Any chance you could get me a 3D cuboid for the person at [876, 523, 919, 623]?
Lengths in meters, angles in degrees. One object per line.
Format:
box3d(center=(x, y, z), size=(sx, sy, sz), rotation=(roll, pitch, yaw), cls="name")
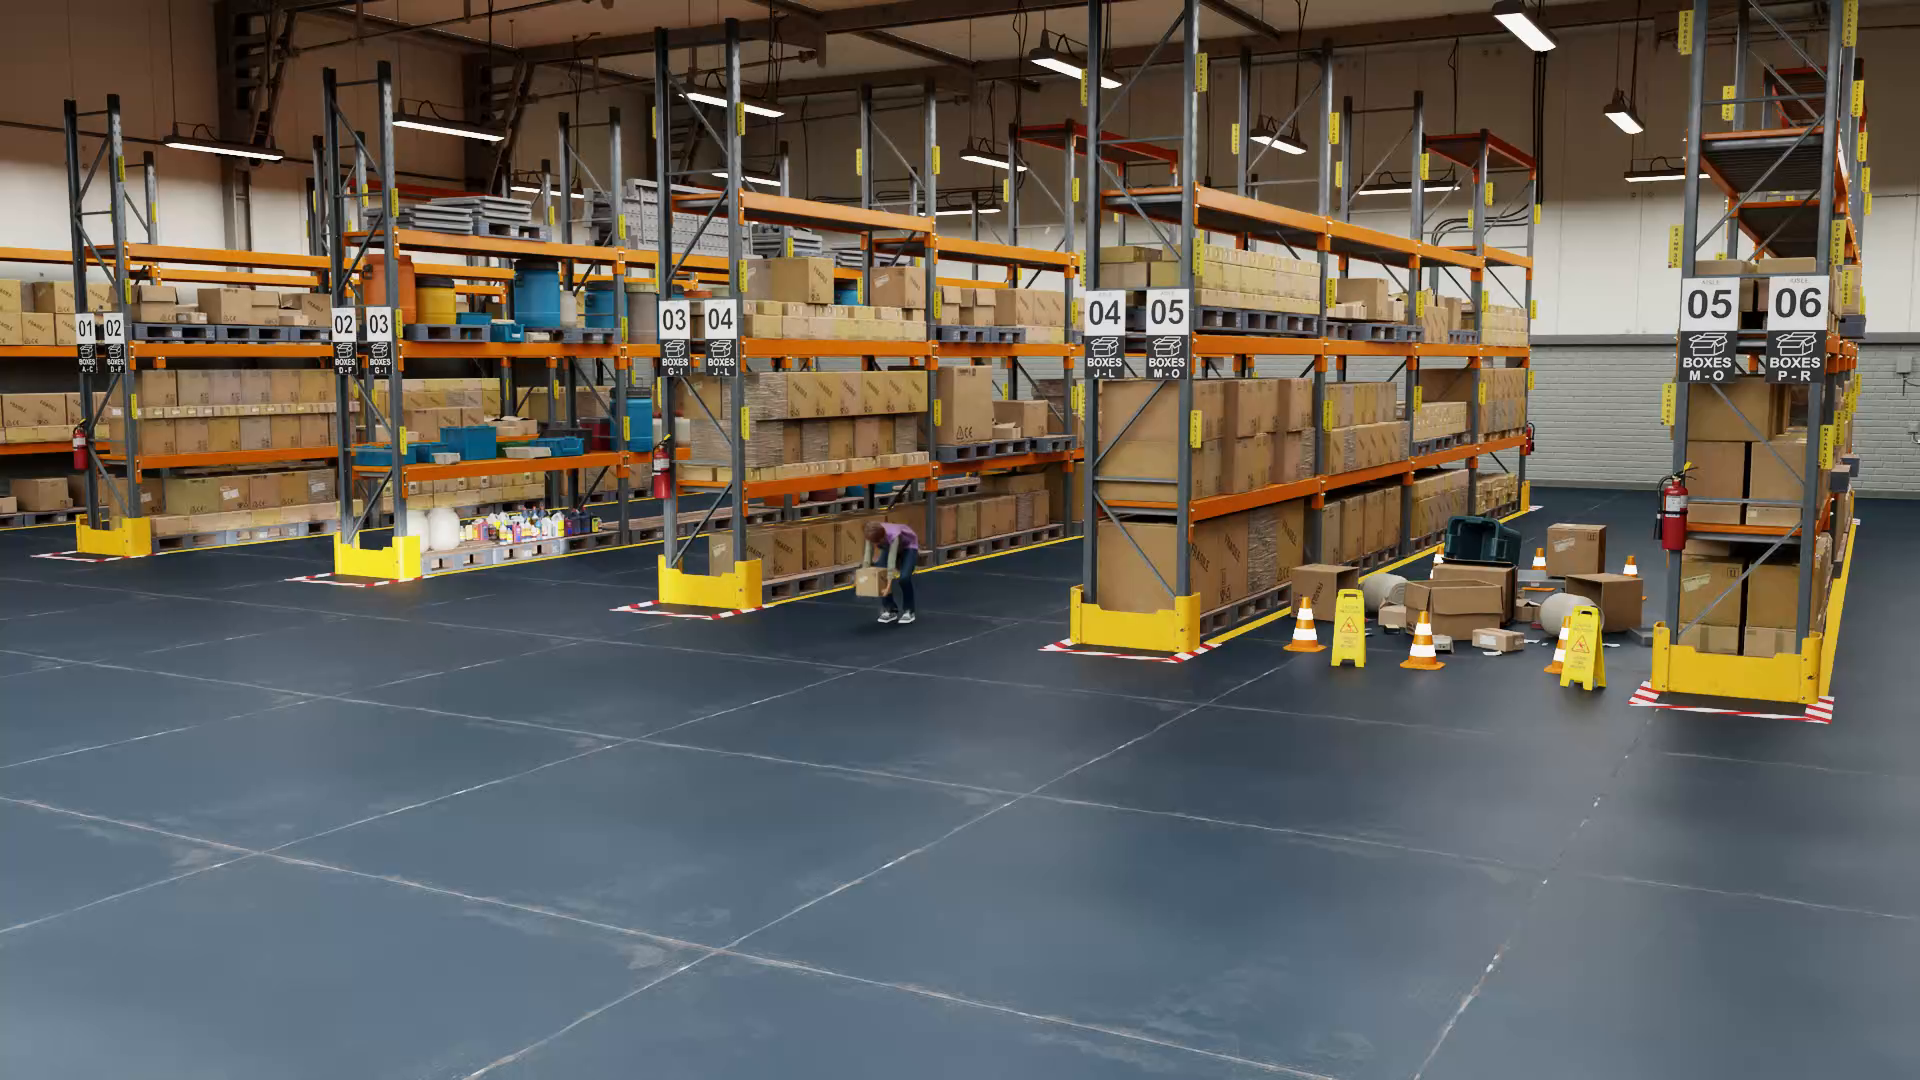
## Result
box3d(center=(-0.641, 0.318, 16.390), size=(0.369, 1.005, 0.635), rotation=(3, 7, 26), cls="person")
